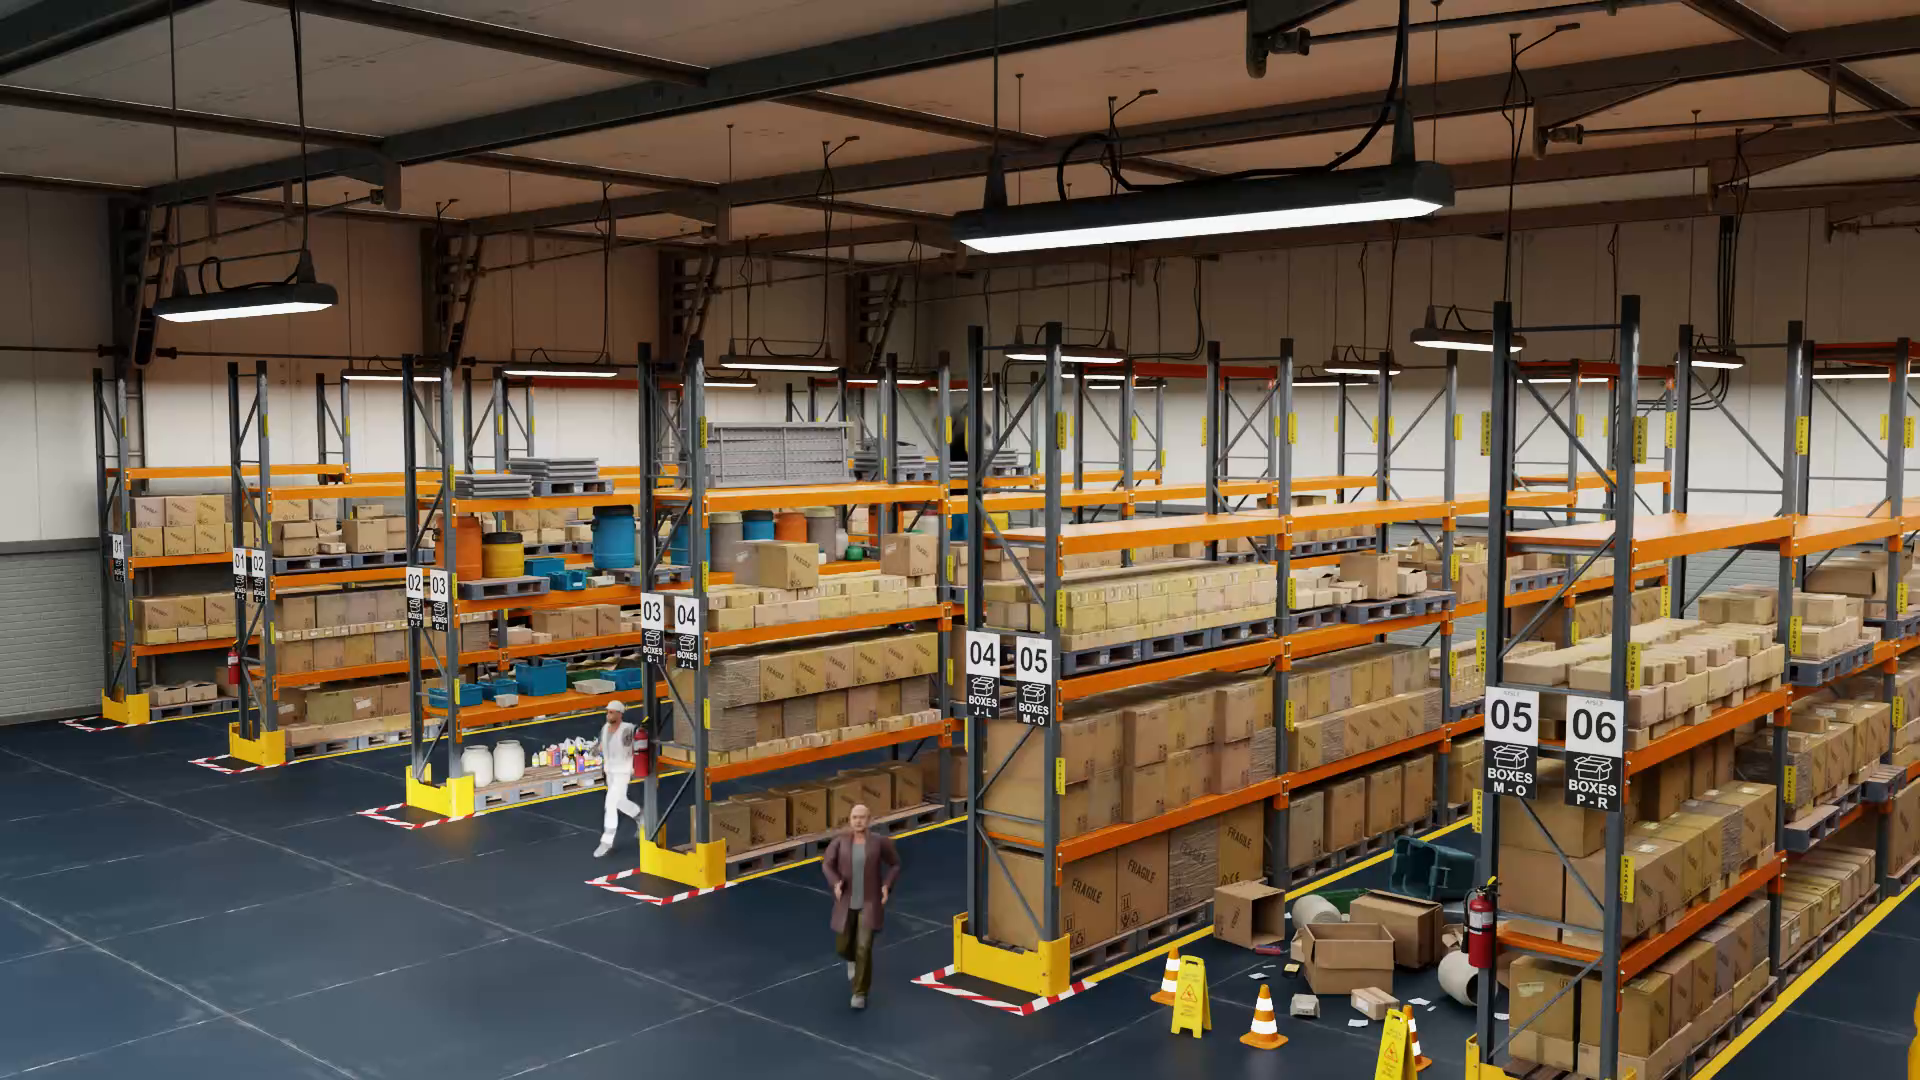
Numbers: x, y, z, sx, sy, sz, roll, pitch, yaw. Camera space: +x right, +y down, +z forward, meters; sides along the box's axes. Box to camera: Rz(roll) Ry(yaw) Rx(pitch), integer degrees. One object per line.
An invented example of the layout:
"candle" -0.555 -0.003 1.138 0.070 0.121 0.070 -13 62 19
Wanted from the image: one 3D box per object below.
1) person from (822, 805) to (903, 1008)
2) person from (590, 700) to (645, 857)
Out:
"person" -0.879 3.211 14.772 0.717 1.732 0.786 0 4 5
"person" -4.080 2.805 19.955 0.688 1.799 0.963 4 5 40
